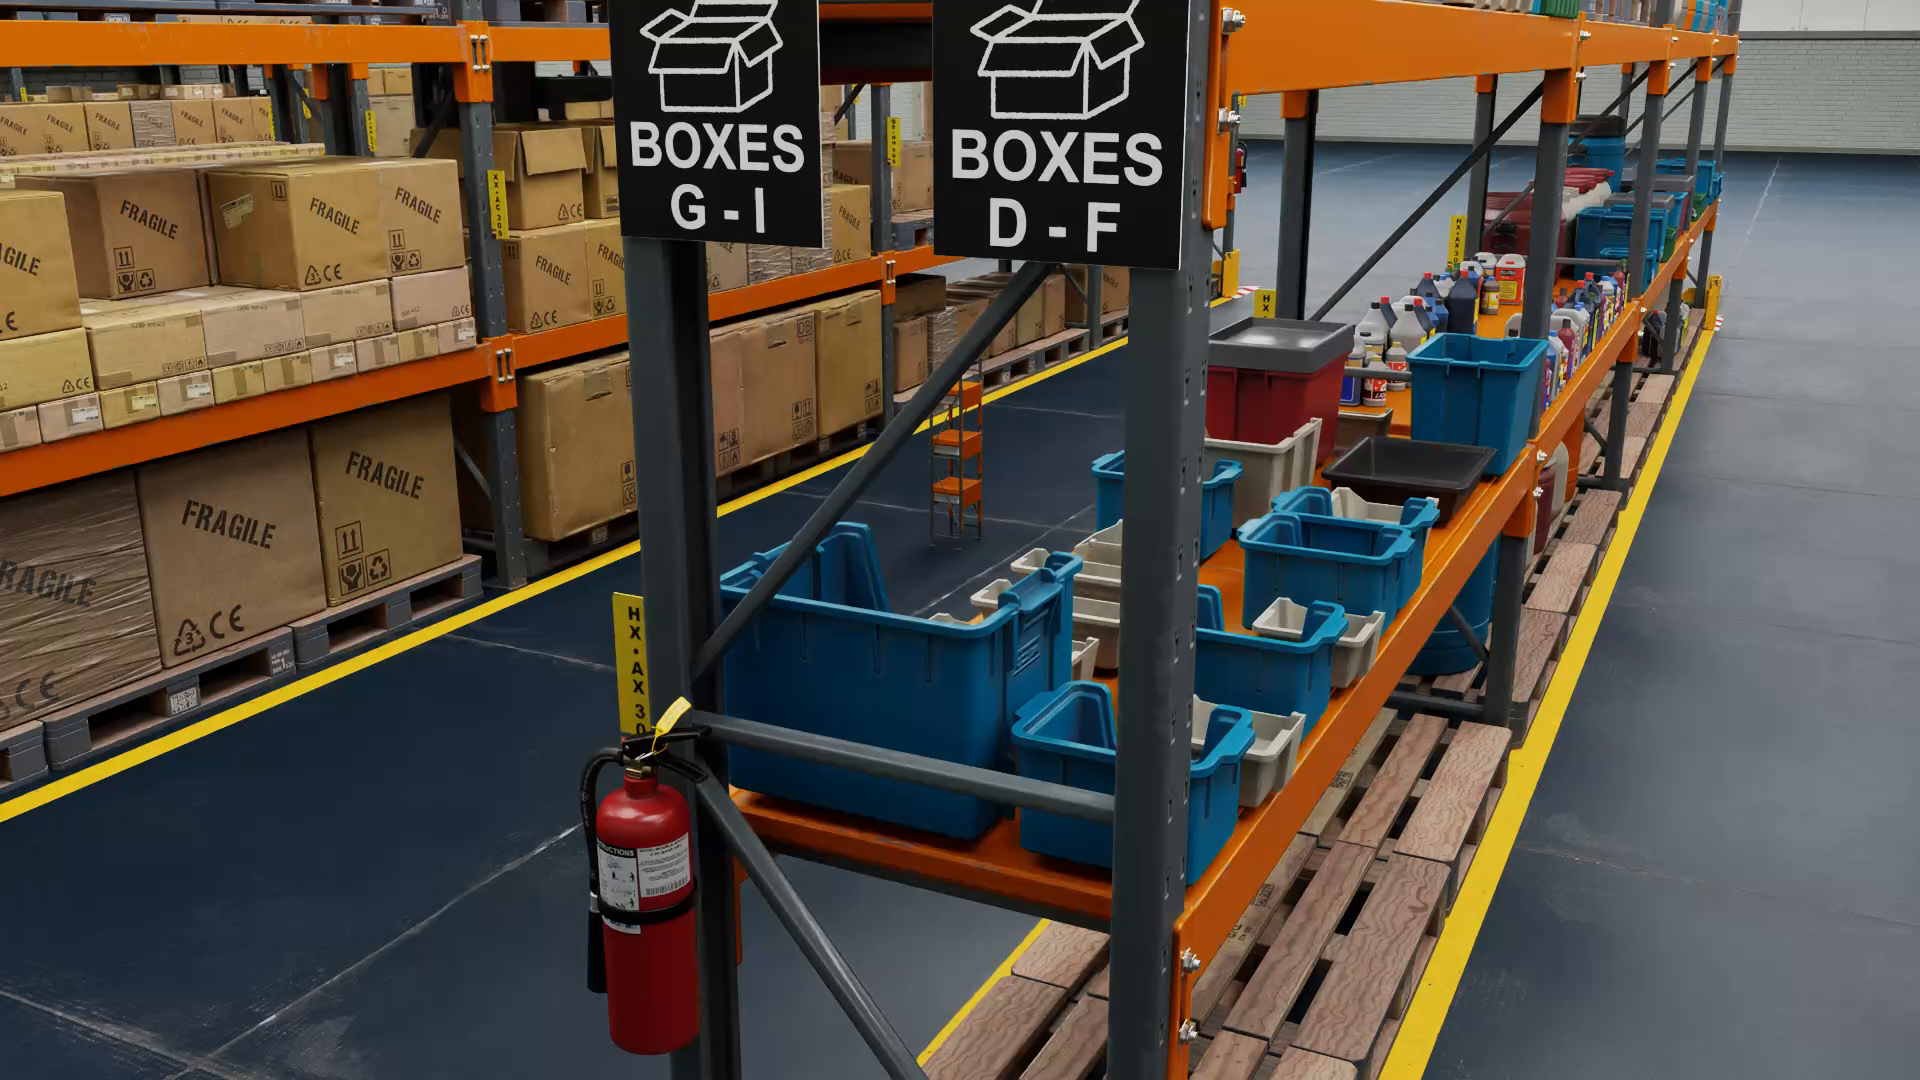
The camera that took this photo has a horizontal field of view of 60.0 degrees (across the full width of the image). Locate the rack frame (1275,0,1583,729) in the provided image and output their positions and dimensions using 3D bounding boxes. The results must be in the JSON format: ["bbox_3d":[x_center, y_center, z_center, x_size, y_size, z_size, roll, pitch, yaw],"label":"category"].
[{"bbox_3d":[1.690,-0.616,6.328,1.000,3.000,0.127,8,18,25],"label":"rack frame"}]

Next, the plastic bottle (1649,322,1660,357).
[{"bbox_3d":[5.824,-1.687,13.933,0.061,0.283,0.133,8,18,25],"label":"plastic bottle"}]

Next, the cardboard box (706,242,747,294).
[{"bbox_3d":[-1.638,-1.767,10.029,0.500,0.500,0.500,8,19,26],"label":"cardboard box"}]

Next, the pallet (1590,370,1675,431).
[{"bbox_3d":[4.949,-1.112,12.896,1.003,0.211,1.213,8,18,25],"label":"pallet"}]

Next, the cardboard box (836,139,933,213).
[{"bbox_3d":[-0.588,-2.811,12.808,0.700,0.500,0.500,11,20,33],"label":"cardboard box"}]

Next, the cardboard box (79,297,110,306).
[{"bbox_3d":[-3.866,-0.847,6.848,0.500,0.250,0.500,8,18,25],"label":"cardboard box"}]

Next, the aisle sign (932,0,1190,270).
[{"bbox_3d":[0.136,-0.787,2.339,0.394,0.787,0.004,8,18,25],"label":"aisle sign"}]

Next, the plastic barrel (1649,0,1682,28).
[{"bbox_3d":[3.890,-3.166,9.451,0.421,0.512,0.421,0,17,0],"label":"plastic barrel"}]

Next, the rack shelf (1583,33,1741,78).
[{"bbox_3d":[6.159,-4.256,14.580,1.077,0.370,4.000,8,18,25],"label":"rack shelf"}]

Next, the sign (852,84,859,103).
[{"bbox_3d":[-1.292,-5.555,20.509,0.100,0.325,0.005,8,18,25],"label":"sign"}]

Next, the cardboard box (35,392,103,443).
[{"bbox_3d":[-3.502,-0.483,6.322,0.380,0.149,0.250,8,18,25],"label":"cardboard box"}]

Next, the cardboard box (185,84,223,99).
[{"bbox_3d":[-8.332,-4.923,18.258,0.380,0.149,0.250,8,18,24],"label":"cardboard box"}]

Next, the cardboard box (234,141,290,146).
[{"bbox_3d":[-5.727,-3.193,13.666,0.380,0.149,0.250,8,18,25],"label":"cardboard box"}]

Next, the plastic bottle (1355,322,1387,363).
[{"bbox_3d":[1.740,-0.791,7.136,0.152,0.276,0.135,8,18,25],"label":"plastic bottle"}]

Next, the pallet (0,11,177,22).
[{"bbox_3d":[-6.301,-3.659,11.636,1.213,0.211,1.003,8,18,25],"label":"pallet"}]

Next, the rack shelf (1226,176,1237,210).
[{"bbox_3d":[1.728,-3.448,17.128,1.077,0.370,4.000,8,18,25],"label":"rack shelf"}]

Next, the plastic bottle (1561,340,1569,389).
[{"bbox_3d":[2.565,-0.759,7.159,0.097,0.201,0.097,0,17,0],"label":"plastic bottle"}]

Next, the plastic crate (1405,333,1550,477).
[{"bbox_3d":[1.787,-0.474,5.776,0.392,0.384,0.575,8,18,25],"label":"plastic crate"}]

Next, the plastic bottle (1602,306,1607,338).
[{"bbox_3d":[3.203,-1.122,8.384,0.097,0.201,0.097,0,17,0],"label":"plastic bottle"}]

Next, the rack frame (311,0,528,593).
[{"bbox_3d":[-2.741,-1.246,8.450,1.000,3.000,0.127,8,18,25],"label":"rack frame"}]

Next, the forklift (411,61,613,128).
[{"bbox_3d":[-3.242,-2.446,12.613,1.130,2.935,3.031,8,18,25],"label":"forklift"}]

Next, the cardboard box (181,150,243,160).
[{"bbox_3d":[-5.615,-2.845,12.492,0.380,0.149,0.250,8,18,25],"label":"cardboard box"}]

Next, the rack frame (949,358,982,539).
[{"bbox_3d":[0.031,-0.521,9.434,0.200,1.050,0.008,8,18,25],"label":"rack frame"}]

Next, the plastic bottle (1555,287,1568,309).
[{"bbox_3d":[2.956,-1.101,8.169,0.061,0.283,0.133,8,18,25],"label":"plastic bottle"}]

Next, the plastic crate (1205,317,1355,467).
[{"bbox_3d":[1.067,-0.479,5.653,0.402,0.464,0.583,8,18,25],"label":"plastic crate"}]

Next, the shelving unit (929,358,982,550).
[{"bbox_3d":[-0.024,-0.490,9.329,0.215,1.050,0.252,8,18,25],"label":"shelving unit"}]

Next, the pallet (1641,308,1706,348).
[{"bbox_3d":[6.693,-2.104,16.237,1.003,0.211,1.213,8,18,25],"label":"pallet"}]

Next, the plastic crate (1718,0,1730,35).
[{"bbox_3d":[6.470,-4.578,14.430,0.392,0.384,0.575,8,18,25],"label":"plastic crate"}]

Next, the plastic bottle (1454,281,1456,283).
[{"bbox_3d":[2.652,-1.292,8.956,0.097,0.201,0.097,0,17,0],"label":"plastic bottle"}]

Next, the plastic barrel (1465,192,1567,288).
[{"bbox_3d":[3.414,-1.856,10.267,0.600,0.536,0.708,8,18,25],"label":"plastic barrel"}]

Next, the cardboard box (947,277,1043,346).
[{"bbox_3d":[0.310,-2.023,14.686,0.700,0.500,0.500,8,18,25],"label":"cardboard box"}]

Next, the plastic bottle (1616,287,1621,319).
[{"bbox_3d":[3.507,-1.296,8.968,0.097,0.201,0.097,0,17,0],"label":"plastic bottle"}]

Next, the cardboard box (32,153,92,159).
[{"bbox_3d":[-6.545,-2.727,12.098,0.380,0.149,0.250,7,18,23],"label":"cardboard box"}]

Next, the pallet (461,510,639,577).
[{"bbox_3d":[-2.463,-0.115,9.541,1.003,0.211,1.213,8,18,25],"label":"pallet"}]

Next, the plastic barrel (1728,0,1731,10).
[{"bbox_3d":[6.949,-5.377,15.600,0.600,0.830,0.708,8,18,25],"label":"plastic barrel"}]

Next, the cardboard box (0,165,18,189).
[{"bbox_3d":[-6.426,-2.382,10.935,0.380,0.149,0.250,9,19,27],"label":"cardboard box"}]

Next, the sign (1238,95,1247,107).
[{"bbox_3d":[3.109,-4.933,18.276,0.100,0.325,0.005,8,18,25],"label":"sign"}]

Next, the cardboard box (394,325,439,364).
[{"bbox_3d":[-2.699,-0.940,7.863,0.380,0.149,0.250,8,19,26],"label":"cardboard box"}]

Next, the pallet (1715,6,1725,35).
[{"bbox_3d":[5.500,-4.197,13.450,1.213,0.211,1.003,8,18,25],"label":"pallet"}]

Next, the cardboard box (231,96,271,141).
[{"bbox_3d":[-8.033,-4.789,18.945,0.500,0.500,0.500,8,18,24],"label":"cardboard box"}]

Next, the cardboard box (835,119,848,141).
[{"bbox_3d":[-1.896,-4.931,20.593,0.875,0.550,0.550,8,18,25],"label":"cardboard box"}]

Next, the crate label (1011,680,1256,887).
[{"bbox_3d":[0.308,0.434,2.984,0.416,0.233,0.303,8,18,25],"label":"crate label"}]

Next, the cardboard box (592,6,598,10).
[{"bbox_3d":[-3.731,-5.355,16.368,0.500,0.250,0.500,8,18,26],"label":"cardboard box"}]

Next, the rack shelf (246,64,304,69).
[{"bbox_3d":[-7.138,-6.147,20.946,1.077,0.370,4.000,8,18,25],"label":"rack shelf"}]

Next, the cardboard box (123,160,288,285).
[{"bbox_3d":[-3.411,-1.462,7.602,0.500,0.500,0.500,8,18,25],"label":"cardboard box"}]

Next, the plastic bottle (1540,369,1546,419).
[{"bbox_3d":[2.236,-0.599,6.477,0.061,0.283,0.133,8,18,25],"label":"plastic bottle"}]

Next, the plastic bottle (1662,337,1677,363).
[{"bbox_3d":[5.799,-1.582,13.601,0.097,0.271,0.097,0,17,0],"label":"plastic bottle"}]

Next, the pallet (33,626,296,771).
[{"bbox_3d":[-3.695,0.587,7.178,1.003,0.211,1.213,8,18,25],"label":"pallet"}]

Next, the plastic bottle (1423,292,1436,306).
[{"bbox_3d":[2.271,-1.069,8.083,0.097,0.271,0.097,0,17,0],"label":"plastic bottle"}]

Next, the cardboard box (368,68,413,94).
[{"bbox_3d":[-7.145,-5.550,20.489,0.700,0.500,0.500,8,18,24],"label":"cardboard box"}]

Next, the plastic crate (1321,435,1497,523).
[{"bbox_3d":[1.430,-0.193,5.284,0.437,0.125,0.590,8,18,25],"label":"plastic crate"}]

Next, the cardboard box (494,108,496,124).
[{"bbox_3d":[-4.456,-3.952,15.629,0.700,0.500,0.500,8,18,25],"label":"cardboard box"}]

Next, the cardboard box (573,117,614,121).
[{"bbox_3d":[-1.882,-2.272,9.968,0.797,0.503,0.637,9,19,27],"label":"cardboard box"}]

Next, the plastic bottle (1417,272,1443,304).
[{"bbox_3d":[2.300,-1.148,8.209,0.144,0.351,0.185,8,18,25],"label":"plastic bottle"}]
